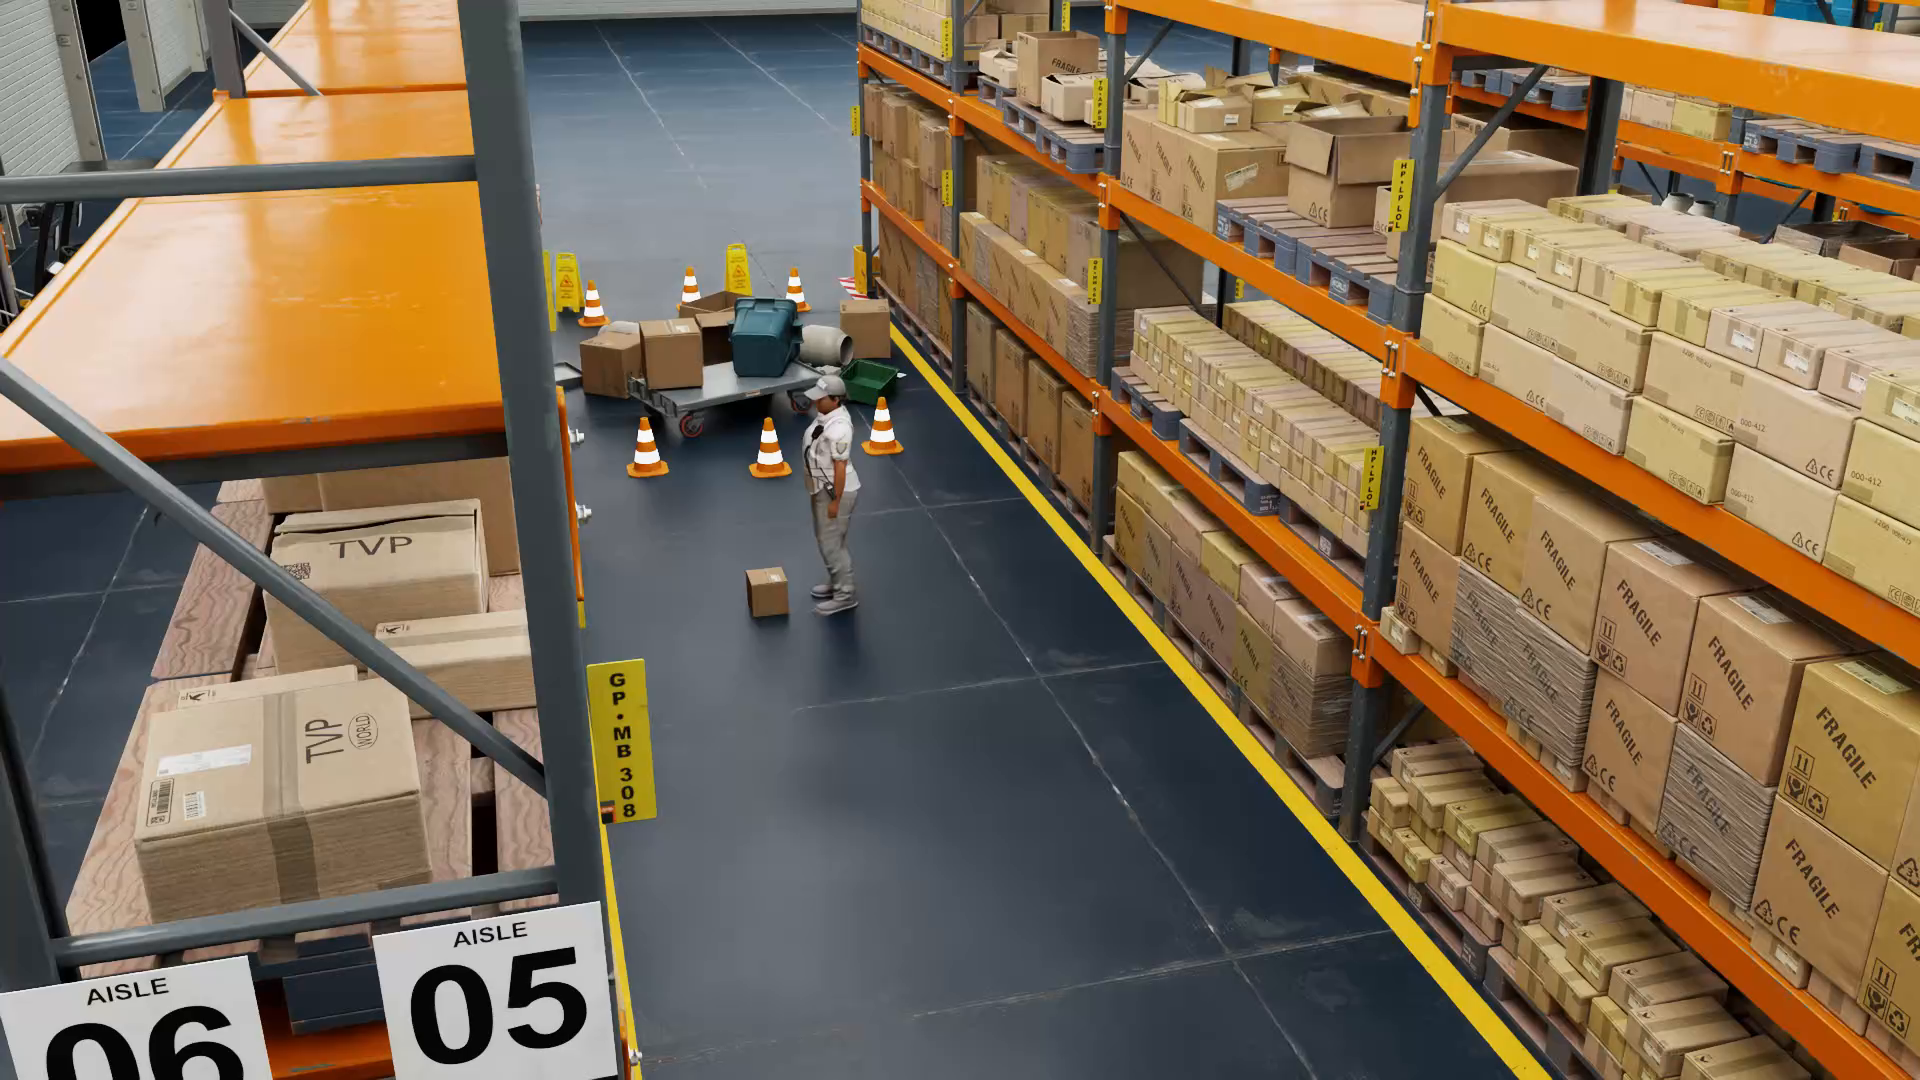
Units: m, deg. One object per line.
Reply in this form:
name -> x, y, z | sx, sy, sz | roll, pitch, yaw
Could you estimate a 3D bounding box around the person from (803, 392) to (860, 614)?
person -> 1.411, -10.768, 30.328 | 15.528, 6.004, 41.037 | -6, 24, -13
